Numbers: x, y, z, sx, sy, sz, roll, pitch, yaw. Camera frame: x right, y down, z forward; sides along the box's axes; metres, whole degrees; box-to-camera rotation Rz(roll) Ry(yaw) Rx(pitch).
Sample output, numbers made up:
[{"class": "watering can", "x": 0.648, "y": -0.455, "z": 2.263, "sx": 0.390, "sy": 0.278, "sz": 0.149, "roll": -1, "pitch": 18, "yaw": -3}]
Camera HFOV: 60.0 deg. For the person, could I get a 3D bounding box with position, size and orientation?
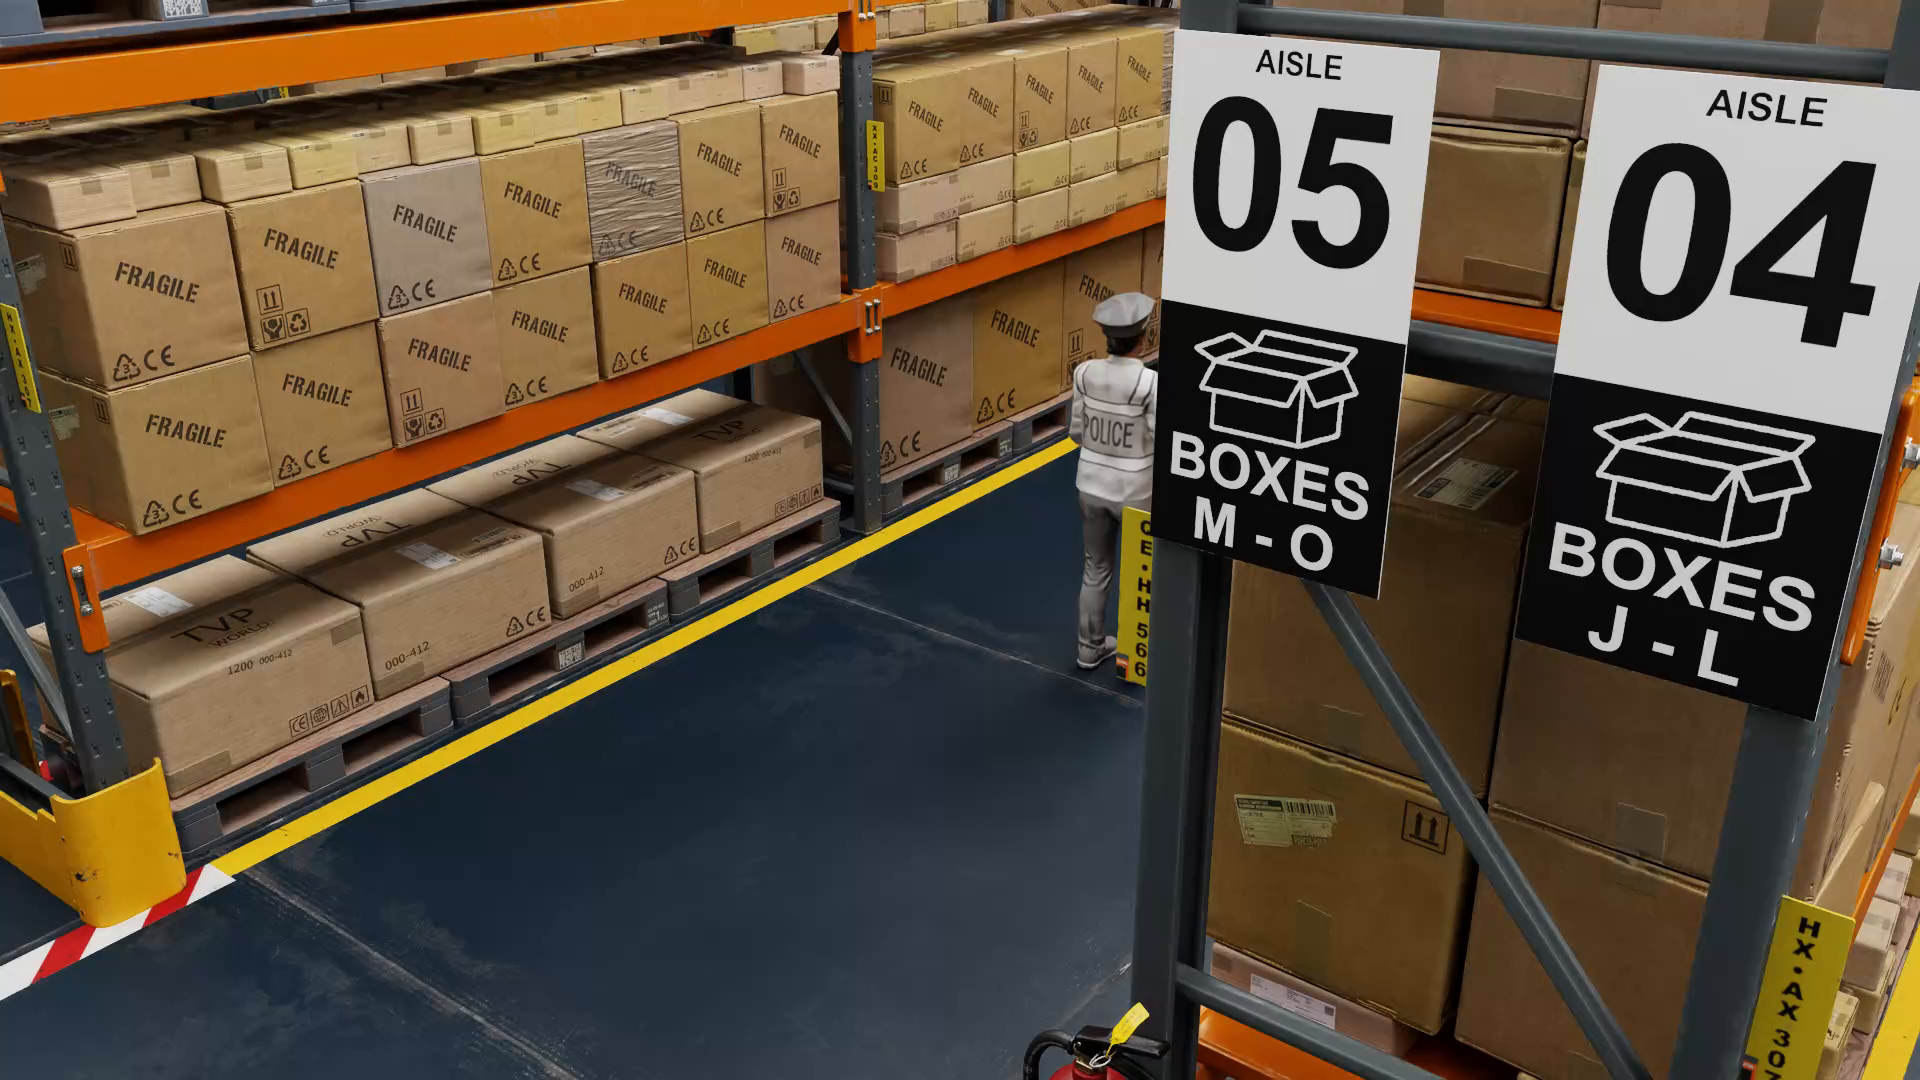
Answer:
[{"class": "person", "x": 0.705, "y": -0.220, "z": 7.069, "sx": 0.498, "sy": 1.686, "sz": 0.425, "roll": 16, "pitch": 28, "yaw": 33}]
